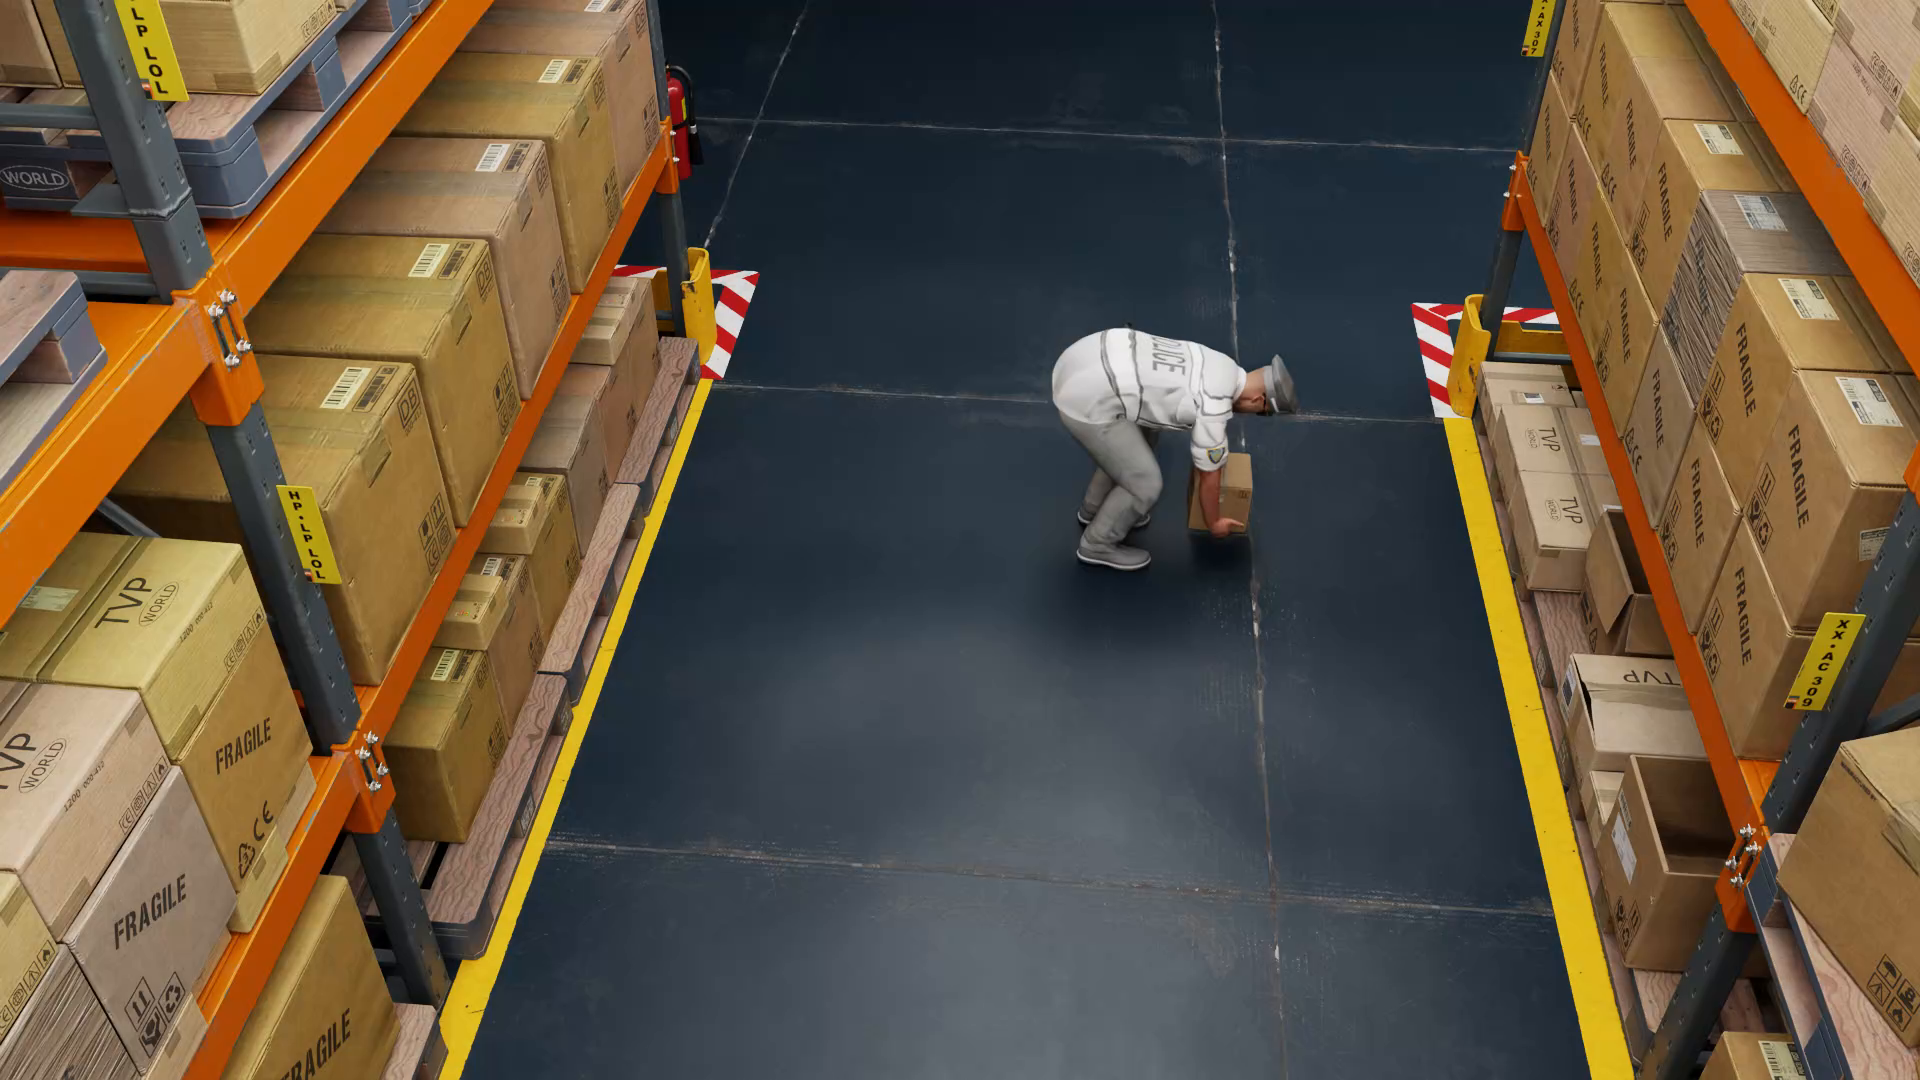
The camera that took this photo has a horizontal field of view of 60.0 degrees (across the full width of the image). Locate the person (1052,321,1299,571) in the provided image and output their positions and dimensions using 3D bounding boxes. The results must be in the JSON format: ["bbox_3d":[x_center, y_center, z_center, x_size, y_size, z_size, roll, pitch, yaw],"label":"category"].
[{"bbox_3d":[0.907,-0.398,7.165,1.040,1.068,0.515,2,40,2],"label":"person"}]
